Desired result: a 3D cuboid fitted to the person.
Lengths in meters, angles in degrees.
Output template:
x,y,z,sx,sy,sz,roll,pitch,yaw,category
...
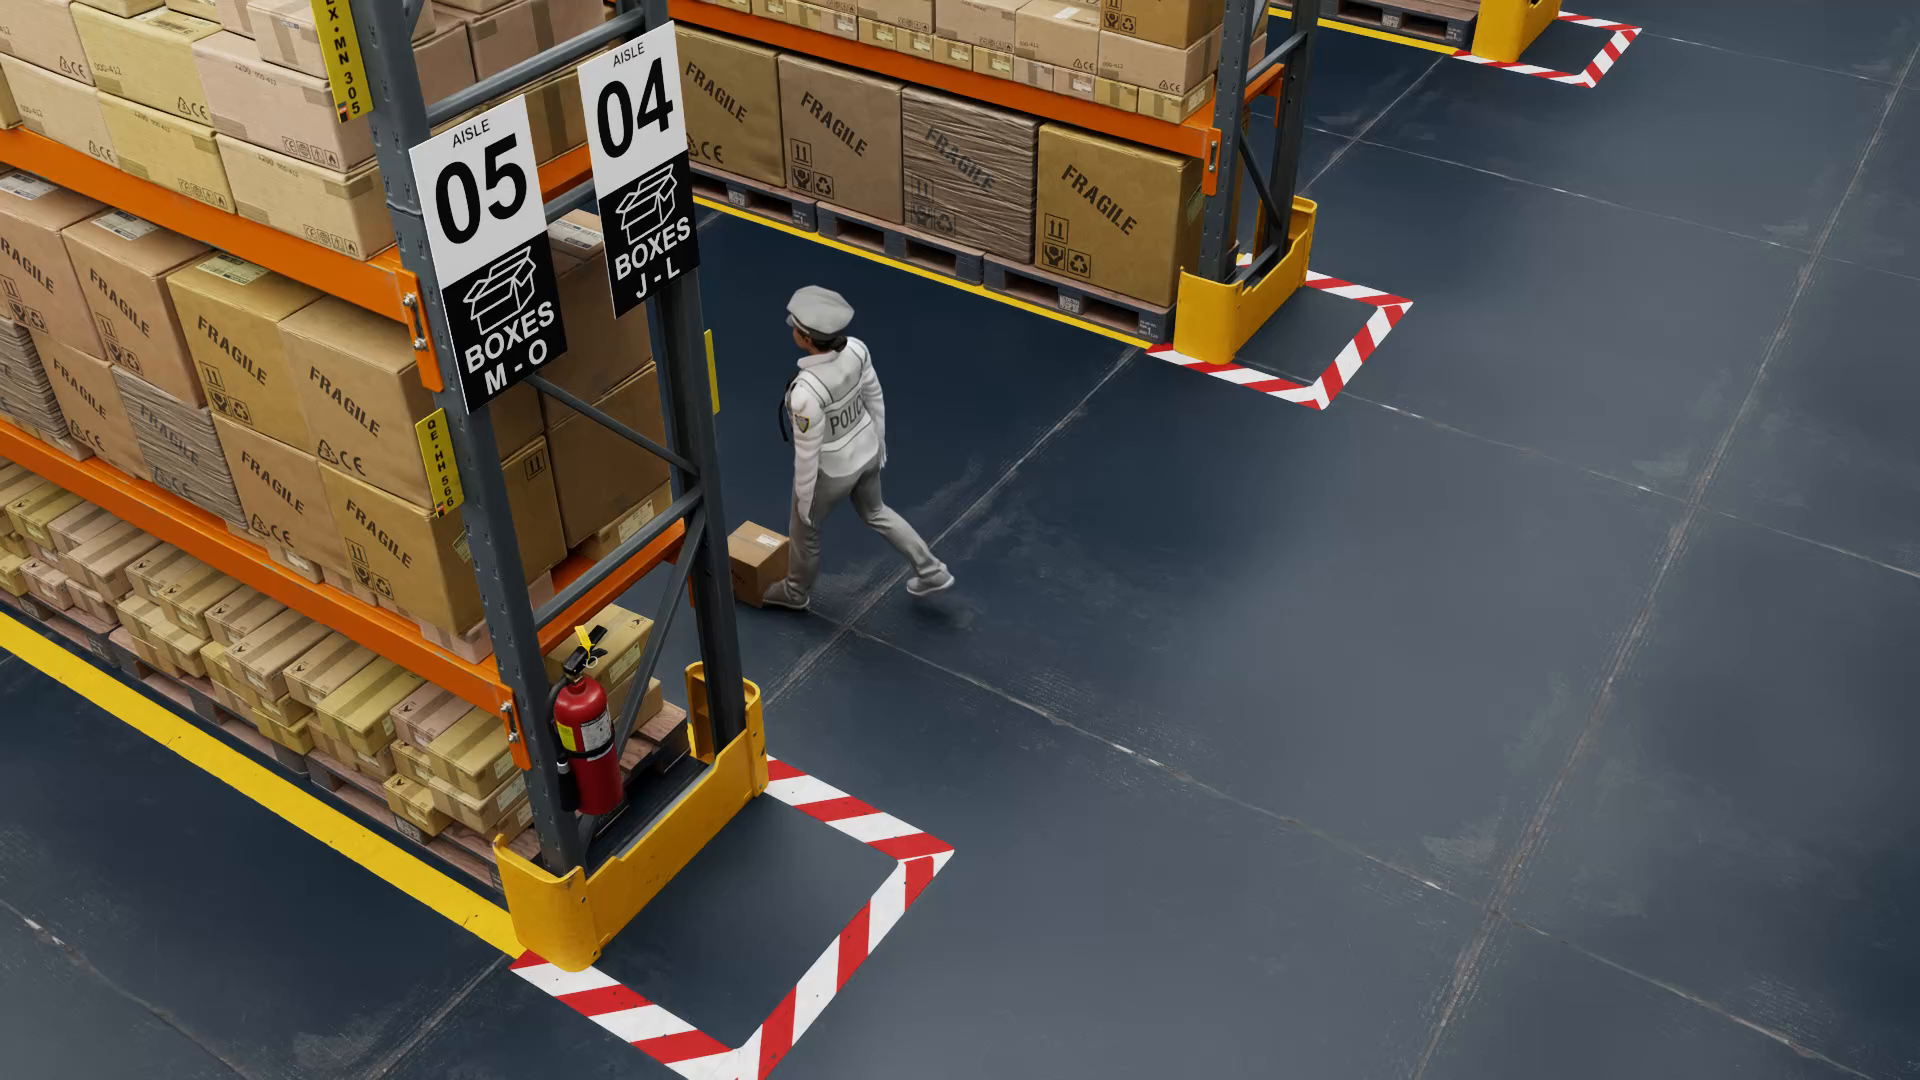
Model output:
x,y,z,sx,sy,sz,roll,pitch,yaw,category
-0.511,-0.333,7.068,0.898,1.655,0.540,21,43,24,person
